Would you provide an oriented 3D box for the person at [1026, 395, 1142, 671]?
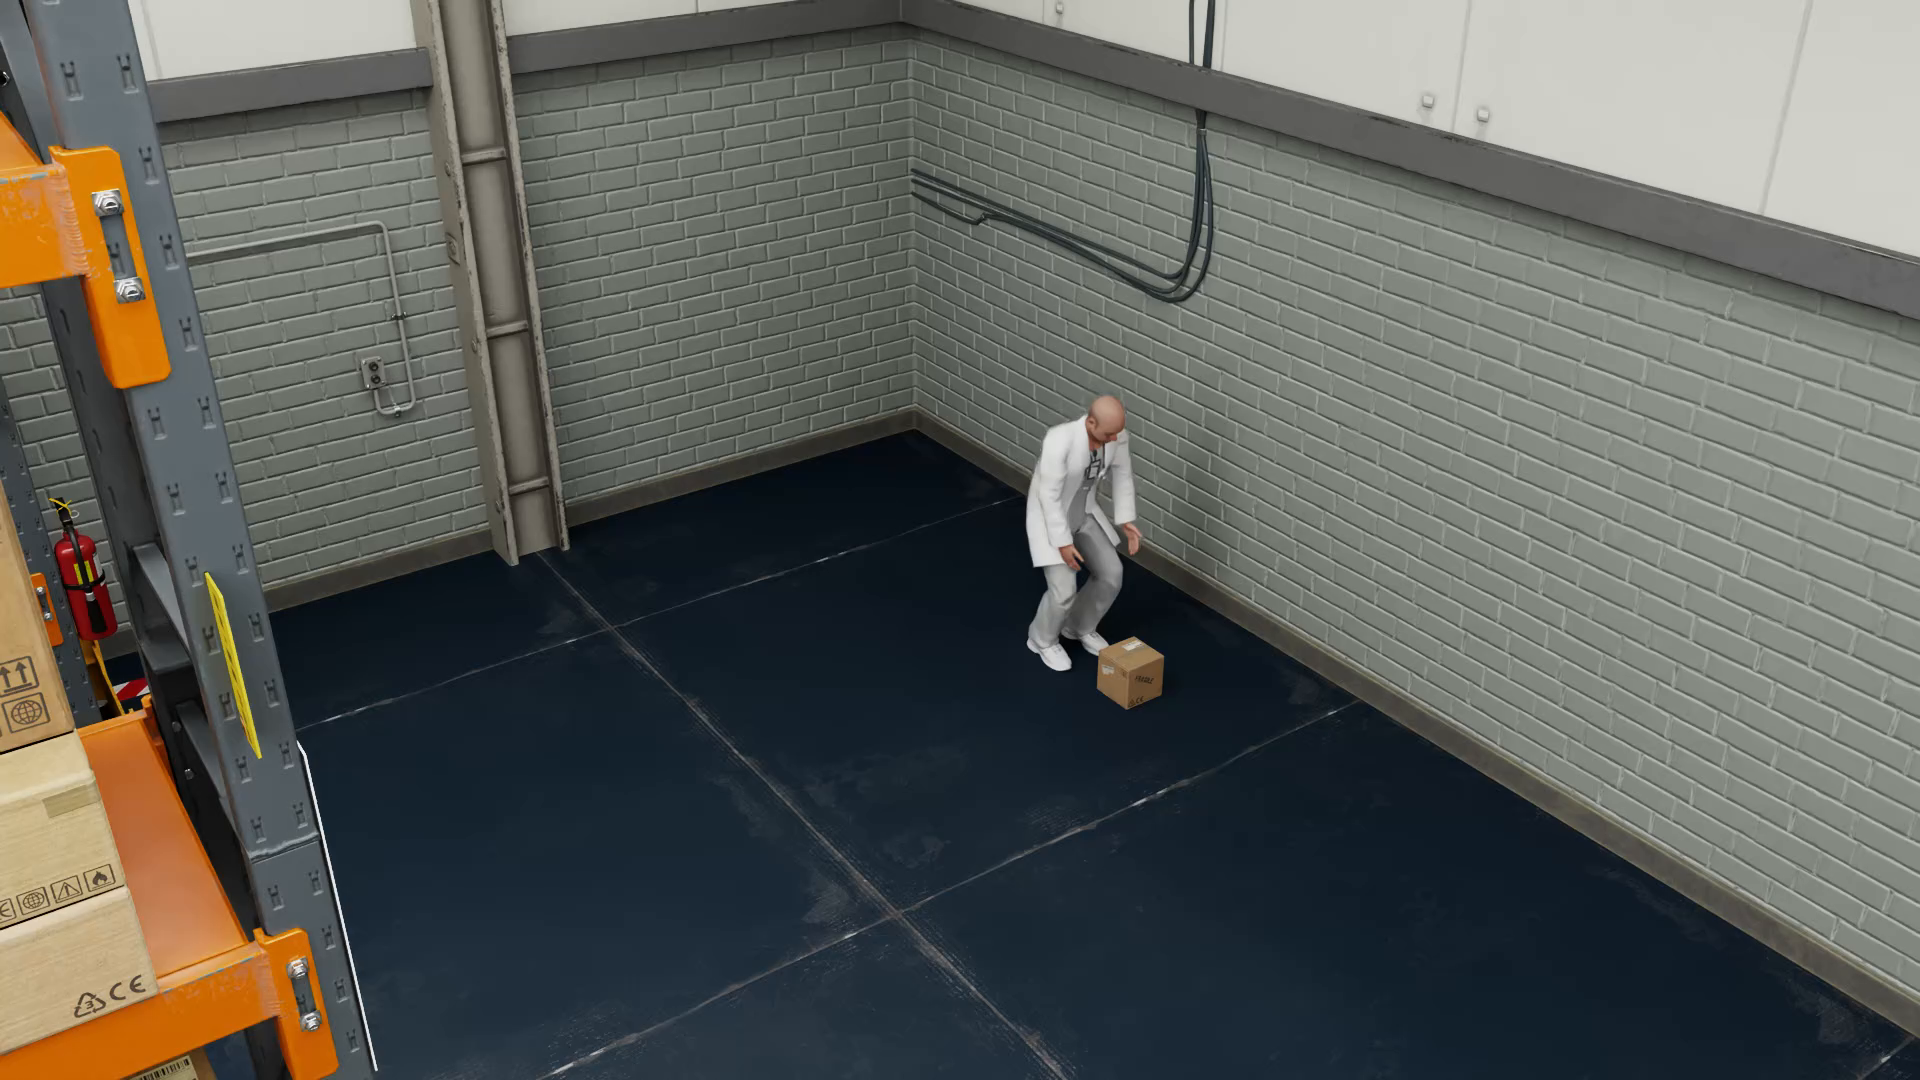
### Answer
[{"bbox_3d":[0.647,-0.084,8.991,0.621,1.601,0.564,-18,33,-30],"label":"person"}]
